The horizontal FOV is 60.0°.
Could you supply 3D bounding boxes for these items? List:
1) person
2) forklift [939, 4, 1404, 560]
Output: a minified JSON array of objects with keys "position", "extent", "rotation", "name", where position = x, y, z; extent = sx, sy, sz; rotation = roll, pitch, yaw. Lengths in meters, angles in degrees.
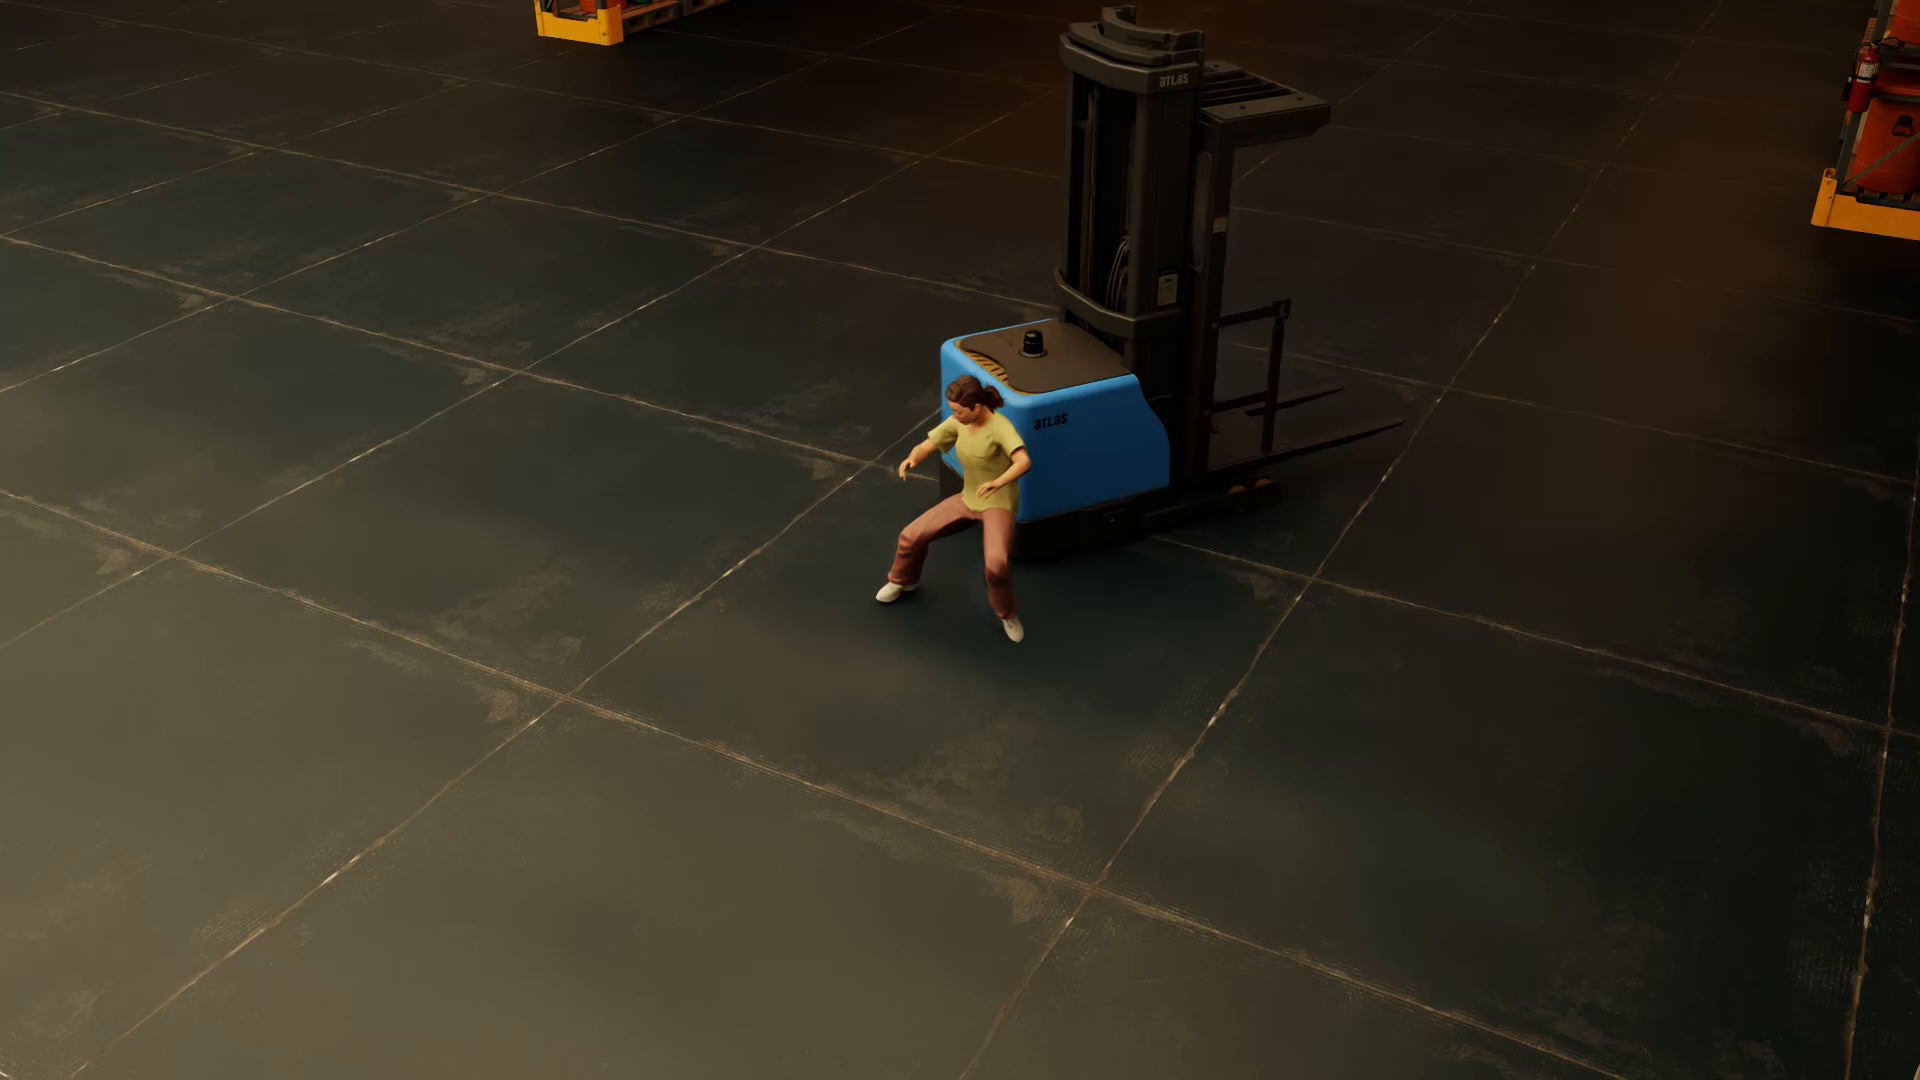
[{"position":[-0.010,-0.182,8.900],"extent":[0.668,1.450,0.954],"rotation":[-24,38,-35],"name":"person"},{"position":[1.419,-1.659,9.945],"extent":[3.031,2.935,1.130],"rotation":[-14,33,-23],"name":"forklift"}]
